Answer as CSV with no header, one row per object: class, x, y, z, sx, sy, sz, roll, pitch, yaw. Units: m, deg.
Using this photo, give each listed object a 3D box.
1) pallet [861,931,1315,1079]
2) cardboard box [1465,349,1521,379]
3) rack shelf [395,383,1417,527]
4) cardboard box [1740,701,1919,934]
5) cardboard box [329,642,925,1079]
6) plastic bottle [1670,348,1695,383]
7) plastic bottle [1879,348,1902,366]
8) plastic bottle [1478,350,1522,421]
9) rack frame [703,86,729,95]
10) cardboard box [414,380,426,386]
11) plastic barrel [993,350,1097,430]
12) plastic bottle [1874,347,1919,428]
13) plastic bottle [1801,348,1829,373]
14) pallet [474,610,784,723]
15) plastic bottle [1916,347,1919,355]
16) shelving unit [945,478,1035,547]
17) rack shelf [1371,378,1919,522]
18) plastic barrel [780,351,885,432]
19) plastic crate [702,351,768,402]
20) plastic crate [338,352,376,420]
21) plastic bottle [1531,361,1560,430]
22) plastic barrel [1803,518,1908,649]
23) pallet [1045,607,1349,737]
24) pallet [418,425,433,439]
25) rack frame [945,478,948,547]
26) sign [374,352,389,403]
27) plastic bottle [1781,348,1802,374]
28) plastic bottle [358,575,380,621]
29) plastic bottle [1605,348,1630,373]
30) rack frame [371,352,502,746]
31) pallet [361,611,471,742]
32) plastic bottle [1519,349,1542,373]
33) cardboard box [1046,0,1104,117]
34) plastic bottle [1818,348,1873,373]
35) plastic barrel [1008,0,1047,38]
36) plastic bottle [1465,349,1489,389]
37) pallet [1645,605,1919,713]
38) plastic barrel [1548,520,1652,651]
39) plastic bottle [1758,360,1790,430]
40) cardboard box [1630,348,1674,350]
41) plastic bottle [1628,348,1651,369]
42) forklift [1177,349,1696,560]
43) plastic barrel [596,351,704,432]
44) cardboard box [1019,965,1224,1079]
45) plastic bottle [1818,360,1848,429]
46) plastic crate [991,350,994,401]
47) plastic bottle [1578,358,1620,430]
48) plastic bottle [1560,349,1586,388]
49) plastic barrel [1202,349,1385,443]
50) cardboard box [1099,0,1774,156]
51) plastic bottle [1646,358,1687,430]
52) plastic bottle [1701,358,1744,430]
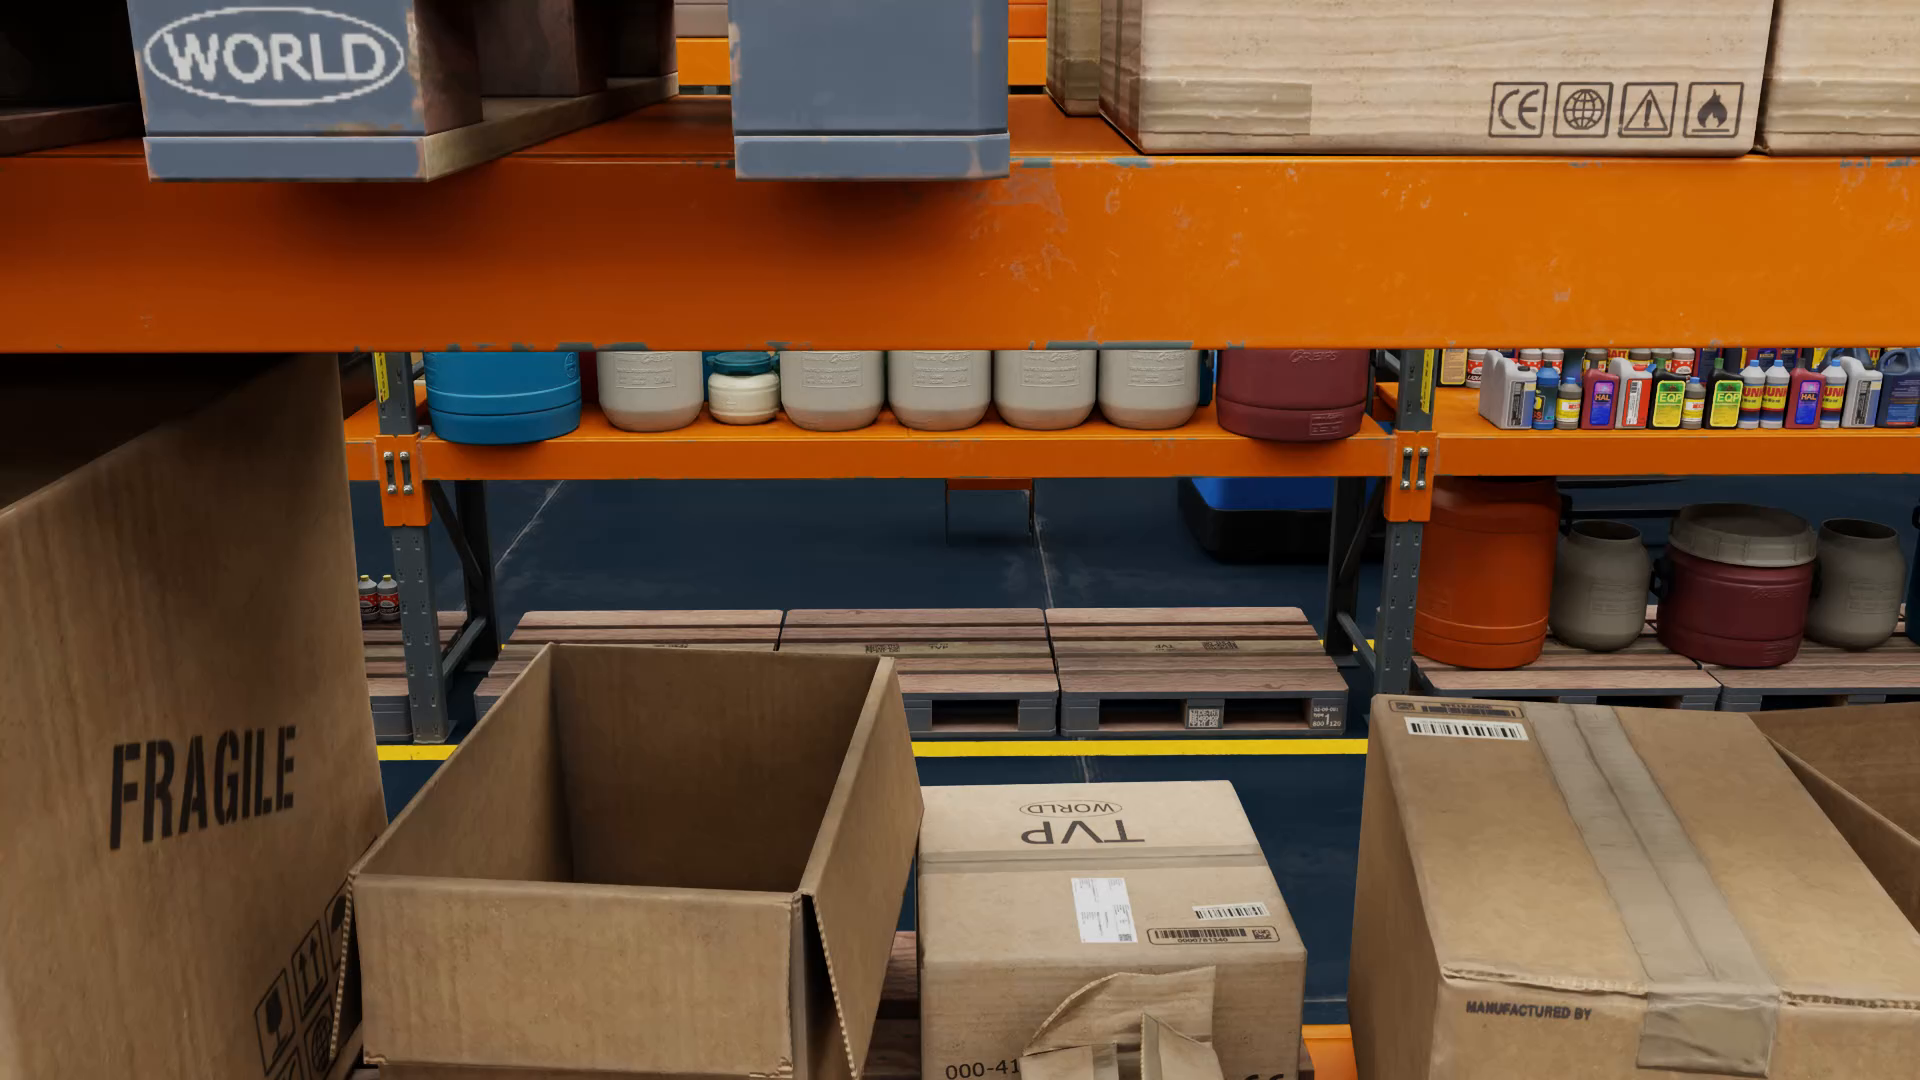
pallet,-0.110,0.878,2.214,1.213,0.211,1.003,0,18,-1
cardboard box,3.722,-1.204,11.764,0.500,0.500,0.500,-1,18,-3
rack shelf,-0.210,-0.396,7.049,4.000,0.370,1.077,0,18,-1
cardboard box,1.329,0.532,2.128,0.500,0.500,0.500,-2,18,-8
cardboard box,-0.399,0.498,2.228,0.637,0.503,0.797,2,18,5
plastic bottle,3.216,-0.785,7.410,0.097,0.201,0.097,0,18,0
plastic bottle,4.163,-0.817,7.387,0.135,0.276,0.152,0,18,-1
plastic bottle,2.225,-0.639,6.832,0.135,0.276,0.152,0,18,-1
rack frame,-2.366,-3.755,16.342,0.127,3.000,1.000,0,18,-1
cardboard box,-3.744,-1.057,11.747,0.500,0.250,0.500,0,18,-1
plastic barrel,0.344,-0.729,6.727,0.421,0.512,0.421,0,18,0
plastic bottle,3.774,-0.634,6.695,0.185,0.351,0.144,0,18,-1
plastic bottle,3.809,-0.852,7.374,0.185,0.351,0.144,0,18,-1
pallet,-1.425,0.583,7.384,1.213,0.211,1.003,0,18,-1
plastic bottle,4.184,-0.744,7.280,0.097,0.201,0.097,0,18,0
shelving unit,0.166,-0.572,9.367,0.503,1.200,0.258,0,18,-1
rack shelf,3.790,-0.415,7.109,4.000,0.370,1.077,0,18,-1
plastic barrel,-0.516,-0.735,6.705,0.433,0.535,0.433,0,18,0
plastic crate,-1.111,-0.822,7.225,0.575,0.384,0.392,0,18,-1
plastic crate,-2.735,-0.736,7.032,0.504,0.338,0.767,0,18,-1
plastic bottle,2.344,-0.583,6.664,0.097,0.271,0.097,0,18,0
plastic barrel,3.971,0.193,7.419,0.421,0.512,0.421,0,18,0
pallet,1.015,0.571,7.421,1.213,0.211,1.003,0,18,-1
pallet,-4.303,-0.916,12.058,1.213,0.211,1.003,0,18,-1
rack frame,-0.078,-0.571,9.363,0.015,1.200,0.240,0,18,-1
sign,-2.212,-0.693,6.343,0.005,0.325,0.100,0,18,-1
plastic bottle,3.650,-0.813,7.364,0.133,0.283,0.061,0,18,-1
plastic bottle,-2.738,0.263,7.679,0.097,0.201,0.097,0,18,0
plastic bottle,2.924,-0.817,7.395,0.097,0.271,0.097,0,18,0
rack frame,-2.209,-0.729,6.909,0.127,3.000,1.000,0,18,-1
pallet,-2.882,0.589,7.365,1.213,0.211,1.003,0,18,-1
plastic bottle,2.534,-0.782,7.400,0.097,0.201,0.097,0,18,0
cardboard box,0.367,-0.660,2.030,0.500,0.250,0.500,0,18,0
plastic bottle,3.637,-0.680,6.838,0.185,0.351,0.144,0,18,-1
plastic barrel,0.312,-2.440,6.630,0.708,0.830,0.600,0,18,-1
plastic bottle,2.304,-0.781,7.396,0.097,0.201,0.097,0,18,0
pallet,3.795,0.558,7.463,1.213,0.211,1.003,0,18,-1
plastic barrel,2.842,0.199,7.403,0.421,0.512,0.421,0,18,0
plastic bottle,3.268,-0.587,6.677,0.097,0.271,0.097,0,18,0
cardboard box,4.732,-1.210,11.781,0.500,0.500,0.500,0,18,-1
plastic bottle,3.021,-0.784,7.407,0.097,0.201,0.097,0,18,0
forklift,2.840,-1.439,9.236,3.031,2.935,1.130,-1,18,-3
plastic barrel,-1.249,-0.731,6.694,0.433,0.535,0.433,0,18,0
cardboard box,0.205,0.719,1.928,0.258,0.266,0.396,-1,18,-2
plastic bottle,3.499,-0.588,6.681,0.097,0.271,0.097,0,18,0
plastic crate,0.170,-0.864,7.227,0.583,0.464,0.402,0,18,-1
plastic bottle,2.557,-0.584,6.648,0.133,0.283,0.061,0,18,-1
plastic bottle,2.729,-0.816,7.392,0.097,0.271,0.097,0,18,0
plastic barrel,1.331,-0.718,6.653,0.708,0.536,0.600,0,18,-1
cardboard box,0.399,-0.507,1.553,0.500,0.250,0.500,0,18,1
plastic bottle,2.825,-0.585,6.652,0.133,0.283,0.061,0,18,-1
plastic bottle,3.056,-0.586,6.655,0.133,0.283,0.061,0,18,-1
